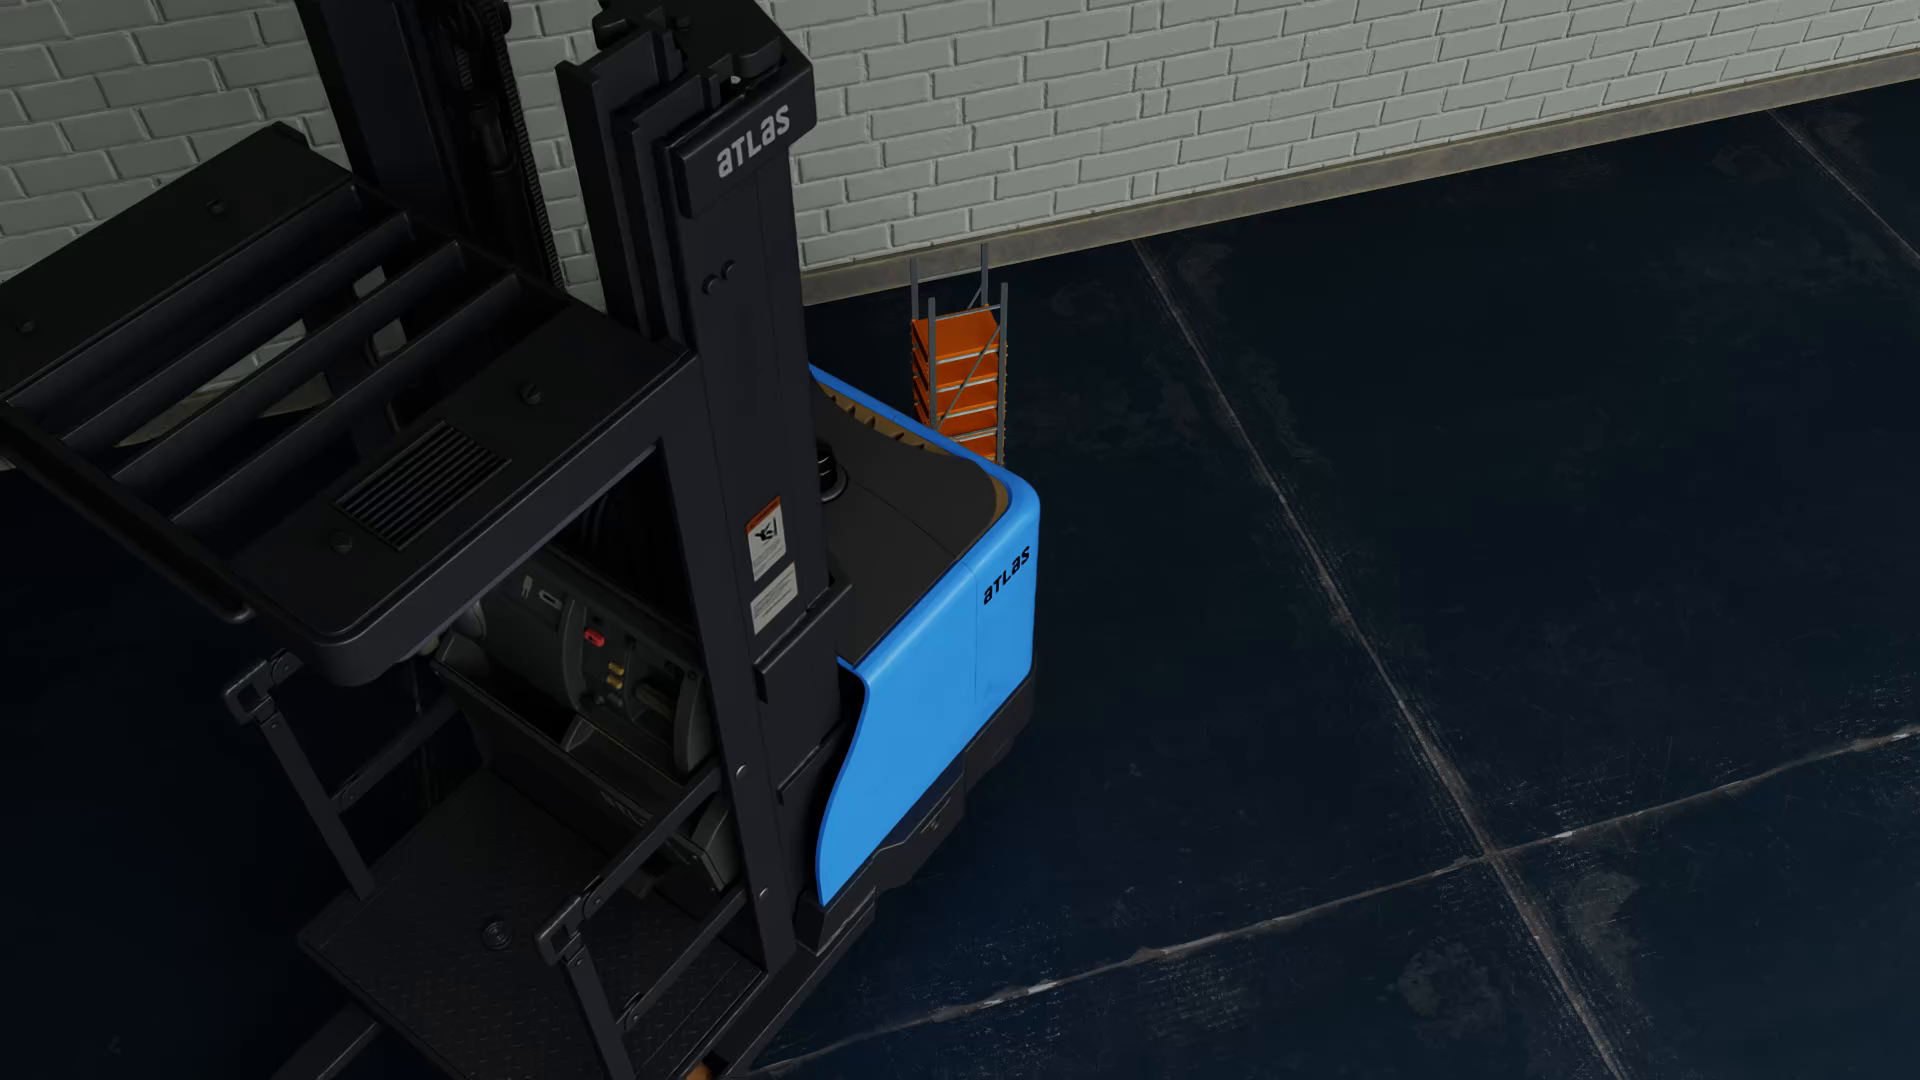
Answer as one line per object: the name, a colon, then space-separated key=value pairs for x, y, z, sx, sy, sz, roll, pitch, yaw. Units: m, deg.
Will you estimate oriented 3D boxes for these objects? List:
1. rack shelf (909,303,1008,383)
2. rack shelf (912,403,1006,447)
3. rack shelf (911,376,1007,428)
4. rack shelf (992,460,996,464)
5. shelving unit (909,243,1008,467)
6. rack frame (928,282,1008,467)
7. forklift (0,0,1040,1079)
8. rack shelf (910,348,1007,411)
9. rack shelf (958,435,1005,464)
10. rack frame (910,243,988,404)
rack shelf: x=-0.004 y=-0.601 z=5.059 sx=0.258 sy=0.103 sz=0.180 roll=-13 pitch=51 yaw=-11
rack shelf: x=-0.004 y=-0.369 z=5.334 sx=0.258 sy=0.103 sz=0.180 roll=-13 pitch=51 yaw=-11
rack shelf: x=-0.004 y=-0.446 z=5.242 sx=0.258 sy=0.103 sz=0.180 roll=-13 pitch=51 yaw=-11
rack shelf: x=-0.004 y=-0.214 z=5.518 sx=0.258 sy=0.103 sz=0.180 roll=-13 pitch=51 yaw=-11
shelving unit: x=-0.004 y=-0.397 z=5.300 sx=0.258 sy=1.200 sz=0.189 roll=-13 pitch=51 yaw=-11
rack frame: x=0.023 y=-0.330 z=5.244 sx=0.240 sy=1.200 sz=0.006 roll=-13 pitch=51 yaw=-11
forklift: x=-1.050 y=0.295 z=3.584 sx=1.130 sy=2.935 sz=3.031 roll=30 pitch=56 yaw=23
rack shelf: x=-0.004 y=-0.523 z=5.151 sx=0.258 sy=0.103 sz=0.180 roll=-13 pitch=51 yaw=-11
rack shelf: x=-0.004 y=-0.291 z=5.426 sx=0.258 sy=0.103 sz=0.180 roll=-13 pitch=51 yaw=-11
rack frame: x=-0.031 y=-0.464 z=5.357 sx=0.240 sy=1.200 sz=0.006 roll=-13 pitch=51 yaw=-11
